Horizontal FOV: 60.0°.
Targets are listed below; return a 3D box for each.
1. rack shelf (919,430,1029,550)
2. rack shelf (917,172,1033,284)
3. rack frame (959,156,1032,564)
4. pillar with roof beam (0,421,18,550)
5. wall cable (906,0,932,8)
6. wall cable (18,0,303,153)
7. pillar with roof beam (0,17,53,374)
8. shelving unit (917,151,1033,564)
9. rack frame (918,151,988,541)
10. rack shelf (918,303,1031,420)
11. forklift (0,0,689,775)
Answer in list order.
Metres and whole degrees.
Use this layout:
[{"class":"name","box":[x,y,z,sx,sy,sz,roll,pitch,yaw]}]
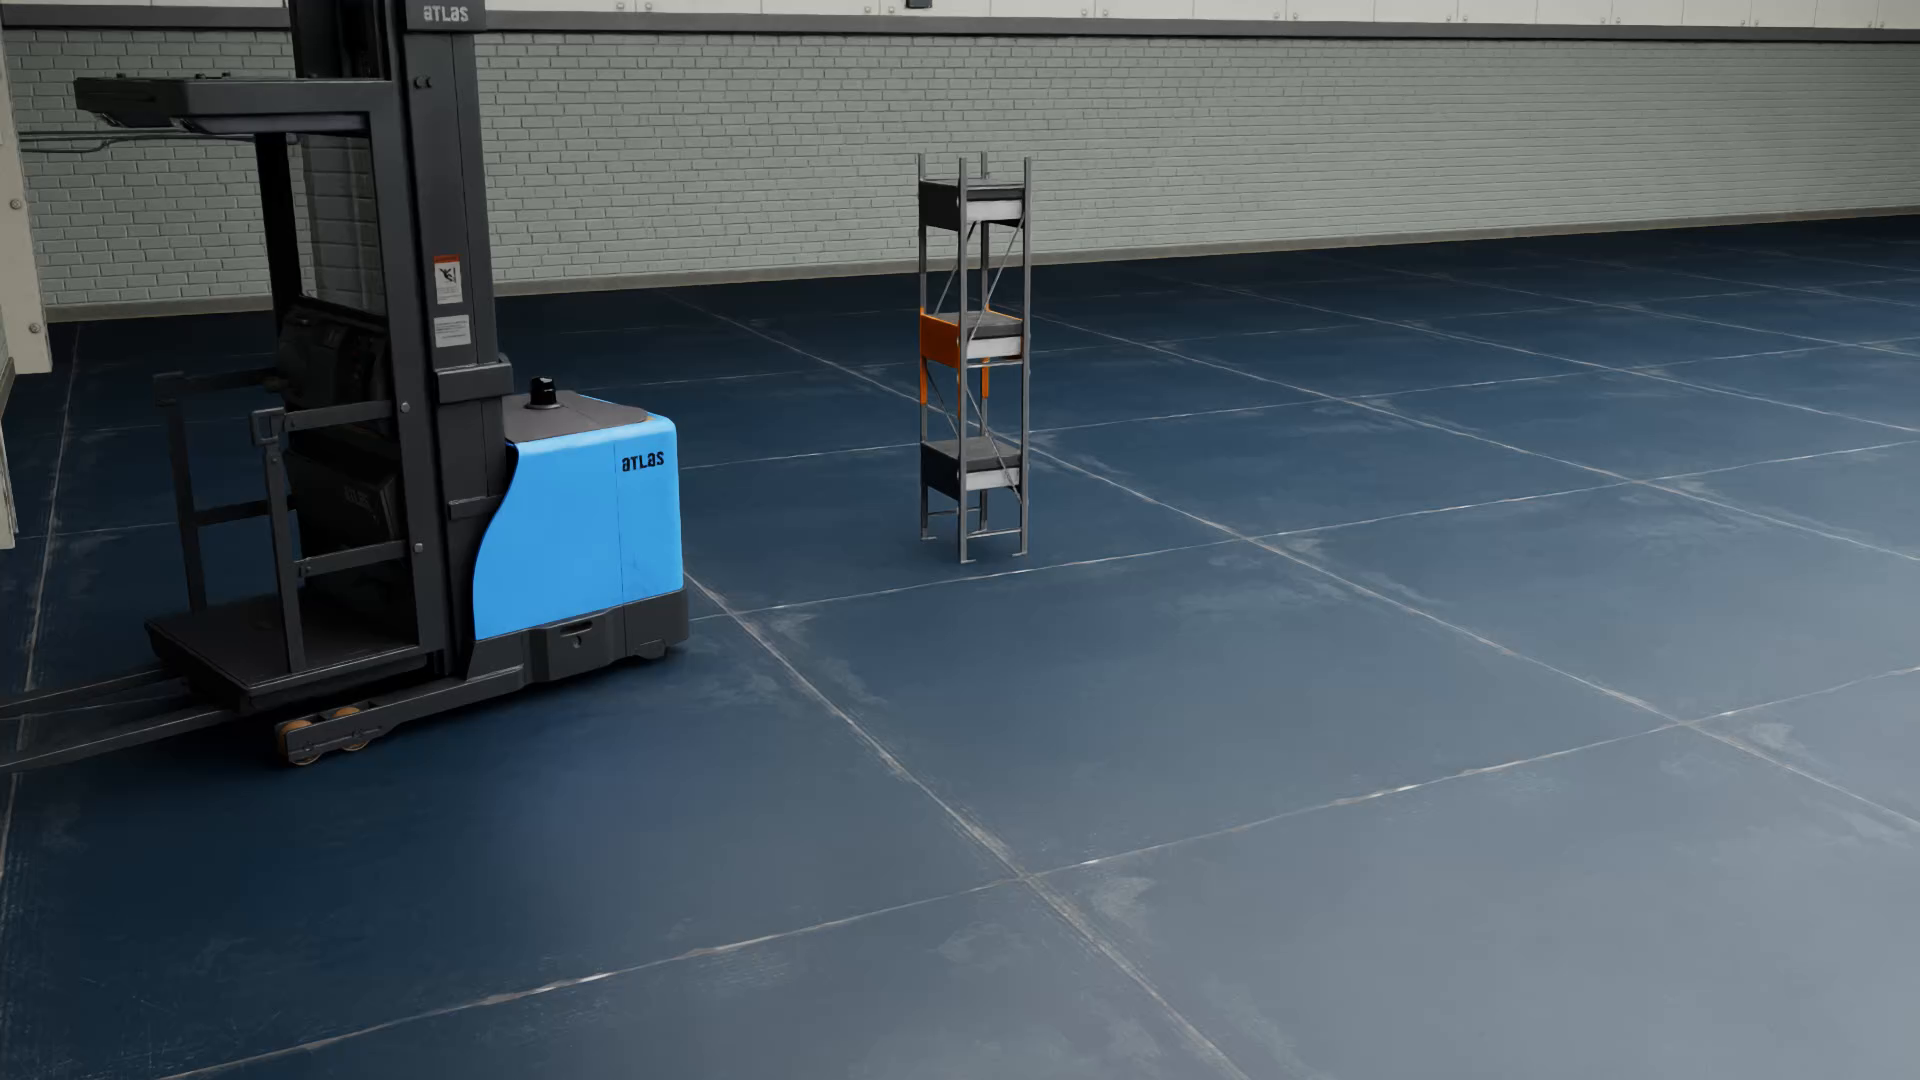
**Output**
[{"class":"rack shelf","box":[0.073,-0.282,9.015,0.431,0.518,0.480,-8,18,-25]},{"class":"rack shelf","box":[0.072,-1.628,8.629,0.431,0.518,0.480,-8,18,-25]},{"class":"rack frame","box":[0.179,-0.908,8.607,0.400,2.100,0.015,-8,18,-25]},{"class":"pillar with roof beam","box":[-1.529,-4.833,9.777,9.100,9.000,0.400,-8,18,-25]},{"class":"wall cable","box":[0.411,-9.469,19.766,2.305,6.003,0.169,-8,18,-25]},{"class":"wall cable","box":[-8.130,-5.198,16.680,3.097,2.526,0.112,-8,18,-25]},{"class":"pillar with roof beam","box":[-4.158,-6.321,14.962,9.100,9.000,0.400,-8,18,-25]},{"class":"shelving unit","box":[0.073,-0.968,8.818,0.431,2.100,0.503,-8,18,-25]},{"class":"rack frame","box":[-0.034,-1.029,9.029,0.400,2.100,0.015,-8,18,-25]},{"class":"rack shelf","box":[0.073,-0.955,8.822,0.431,0.518,0.480,-8,18,-25]},{"class":"forklift","box":[-2.632,-0.719,6.443,3.031,2.935,1.130,-15,22,-41]}]
